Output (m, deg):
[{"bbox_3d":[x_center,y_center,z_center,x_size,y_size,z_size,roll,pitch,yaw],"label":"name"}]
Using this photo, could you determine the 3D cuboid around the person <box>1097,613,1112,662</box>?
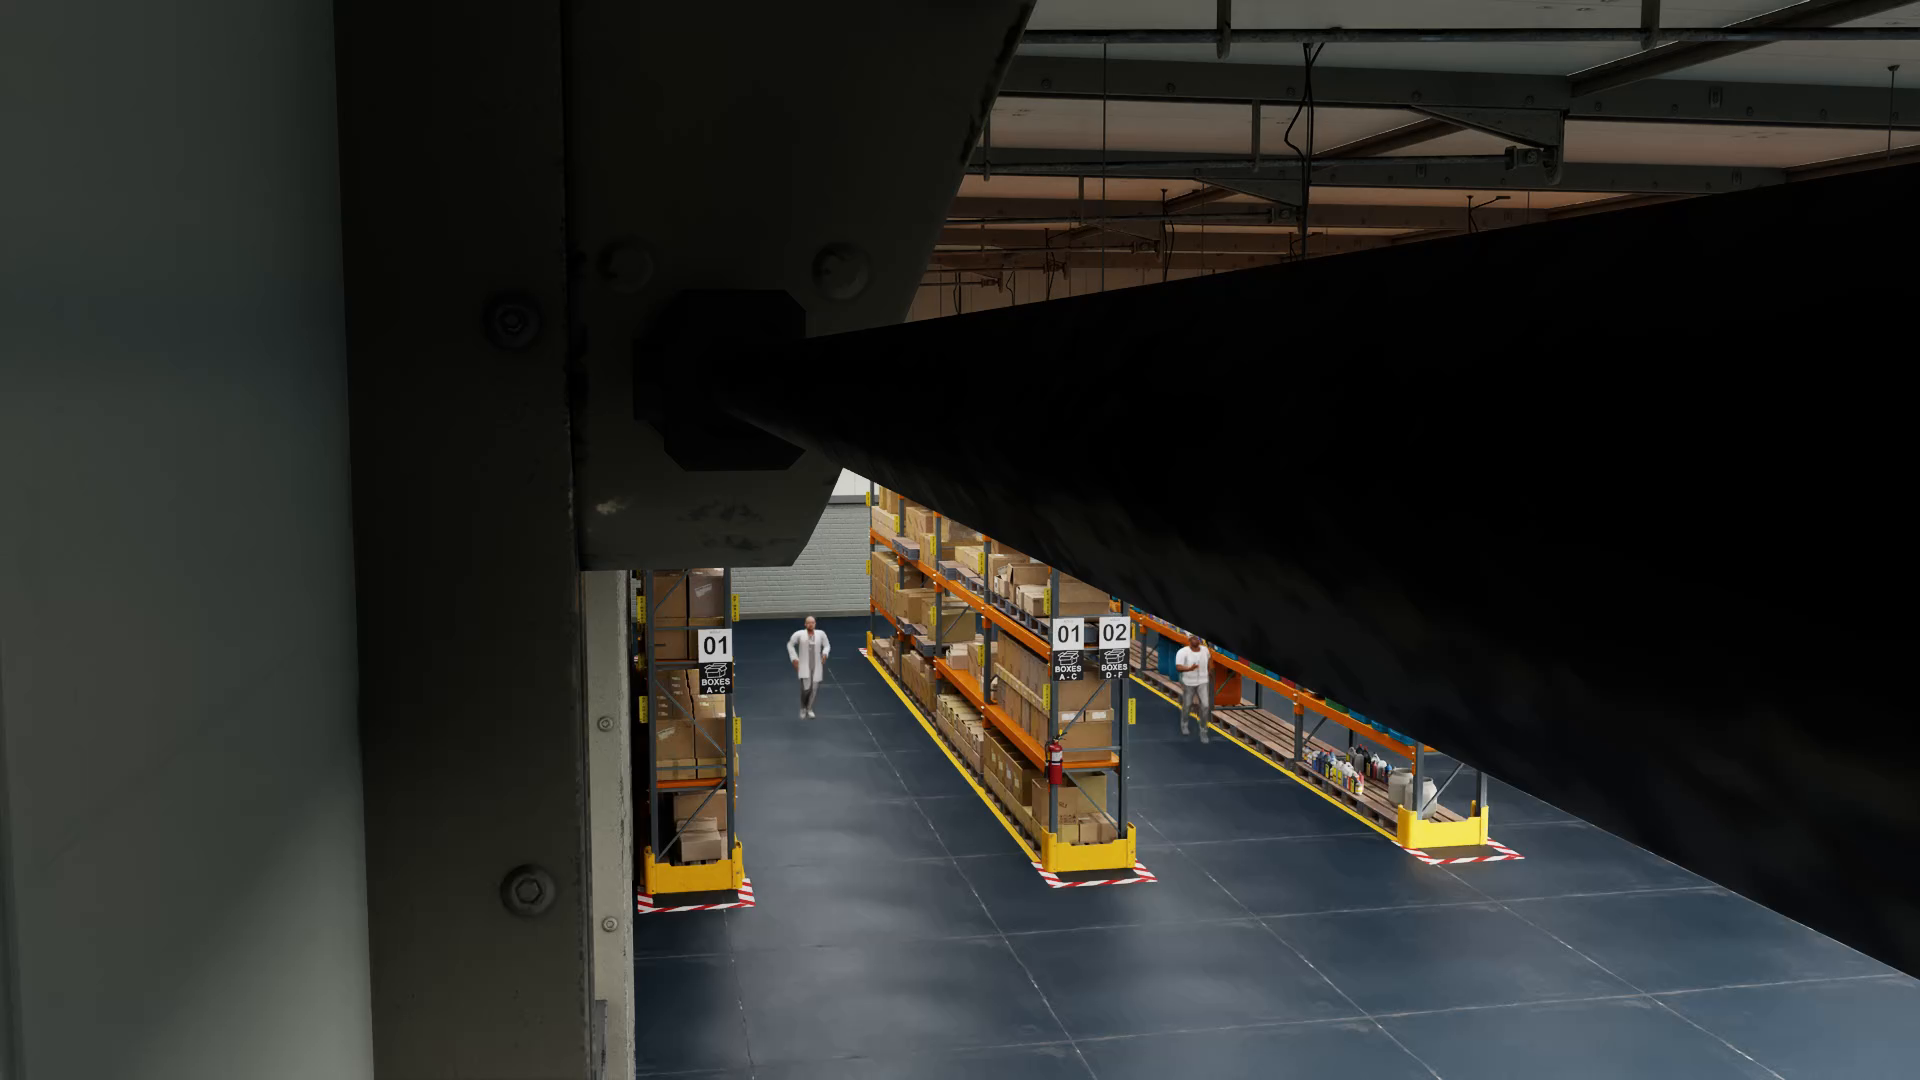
[{"bbox_3d":[2.714,1.966,31.438,0.614,1.646,0.532,-2,6,-15],"label":"person"}]

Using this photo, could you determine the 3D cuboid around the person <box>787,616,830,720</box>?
[{"bbox_3d":[-2.557,2.204,28.538,0.717,1.795,0.644,-2,6,-18],"label":"person"}]

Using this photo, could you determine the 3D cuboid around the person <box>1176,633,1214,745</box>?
[{"bbox_3d":[3.826,2.365,27.105,0.676,1.824,0.763,-1,6,-8],"label":"person"}]
